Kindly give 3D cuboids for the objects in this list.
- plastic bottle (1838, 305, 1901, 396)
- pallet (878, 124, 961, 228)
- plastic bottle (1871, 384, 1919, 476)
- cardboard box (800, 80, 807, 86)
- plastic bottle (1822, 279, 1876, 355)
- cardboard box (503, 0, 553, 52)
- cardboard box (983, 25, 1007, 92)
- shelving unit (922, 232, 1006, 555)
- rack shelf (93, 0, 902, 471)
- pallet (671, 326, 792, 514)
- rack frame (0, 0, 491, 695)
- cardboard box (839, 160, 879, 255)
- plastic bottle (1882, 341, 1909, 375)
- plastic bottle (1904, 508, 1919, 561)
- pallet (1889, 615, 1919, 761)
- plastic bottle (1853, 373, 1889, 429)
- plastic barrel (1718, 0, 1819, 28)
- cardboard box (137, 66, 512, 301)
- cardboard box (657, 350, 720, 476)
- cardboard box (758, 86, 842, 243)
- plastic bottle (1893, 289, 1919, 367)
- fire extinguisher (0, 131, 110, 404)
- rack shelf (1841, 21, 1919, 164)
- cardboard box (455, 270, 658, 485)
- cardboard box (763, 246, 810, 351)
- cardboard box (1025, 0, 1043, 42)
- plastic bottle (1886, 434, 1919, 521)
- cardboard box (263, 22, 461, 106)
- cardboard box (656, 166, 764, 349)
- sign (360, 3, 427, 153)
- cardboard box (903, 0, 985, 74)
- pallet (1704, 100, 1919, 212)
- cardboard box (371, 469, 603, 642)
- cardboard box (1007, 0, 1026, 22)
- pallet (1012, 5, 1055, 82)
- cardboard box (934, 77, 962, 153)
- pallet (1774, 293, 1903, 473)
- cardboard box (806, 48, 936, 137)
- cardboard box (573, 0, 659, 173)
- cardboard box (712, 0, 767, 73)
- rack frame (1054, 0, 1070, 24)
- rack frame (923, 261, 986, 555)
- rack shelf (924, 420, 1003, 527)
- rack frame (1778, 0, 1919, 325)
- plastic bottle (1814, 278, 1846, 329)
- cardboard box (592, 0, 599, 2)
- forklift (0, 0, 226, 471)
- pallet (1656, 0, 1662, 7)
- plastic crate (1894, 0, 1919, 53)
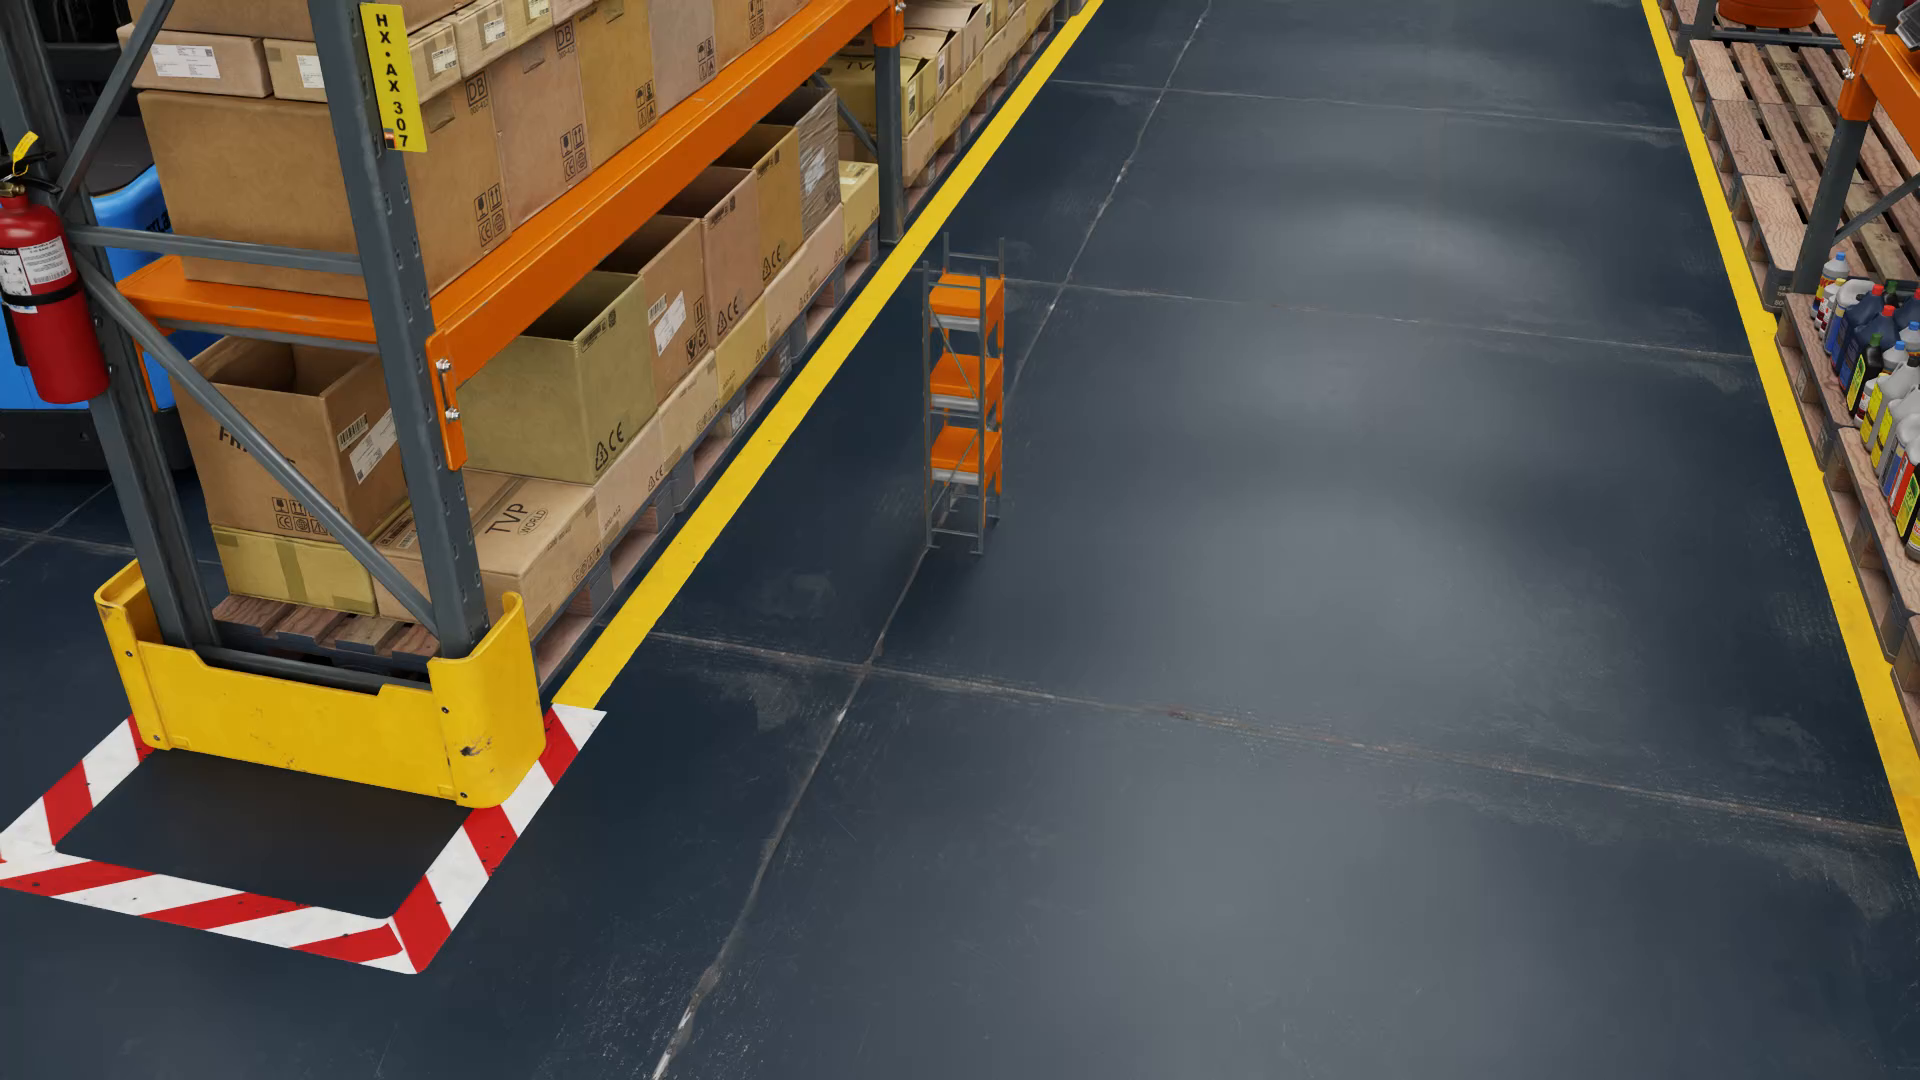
[{"bbox_3d":[3.365,-0.706,6.123,0.144,0.351,0.185,7,33,10],"label":"plastic bottle"},{"bbox_3d":[-0.622,-1.985,8.676,1.003,0.211,1.213,8,33,12],"label":"pallet"},{"bbox_3d":[3.210,-0.389,5.624,0.144,0.351,0.185,9,34,14],"label":"plastic bottle"},{"bbox_3d":[-0.946,-2.277,8.185,0.500,0.311,0.500,8,33,12],"label":"cardboard box"},{"bbox_3d":[3.459,-0.857,6.431,0.152,0.276,0.135,9,34,14],"label":"plastic bottle"},{"bbox_3d":[-1.349,-1.456,4.546,0.380,0.149,0.250,8,33,13],"label":"cardboard box"},{"bbox_3d":[-0.039,-2.765,9.475,0.500,0.250,0.500,9,33,13],"label":"cardboard box"},{"bbox_3d":[0.014,-0.471,5.512,0.215,1.050,0.252,8,33,12],"label":"shelving unit"},{"bbox_3d":[-1.279,-1.433,5.879,1.077,0.370,4.000,8,33,12],"label":"rack shelf"},{"bbox_3d":[-1.321,-0.556,6.427,1.003,0.211,1.213,8,33,12],"label":"pallet"},{"bbox_3d":[-1.786,-0.699,4.053,1.000,3.000,0.127,8,33,12],"label":"rack frame"},{"bbox_3d":[-0.677,-1.521,7.518,0.500,0.250,0.500,8,33,12],"label":"cardboard box"},{"bbox_3d":[3.364,-0.591,6.016,0.097,0.271,0.097,0,32,0],"label":"plastic bottle"},{"bbox_3d":[3.046,-0.040,5.215,0.097,0.201,0.097,0,32,0],"label":"plastic bottle"},{"bbox_3d":[3.189,0.688,4.472,1.003,0.211,1.213,8,33,12],"label":"pallet"},{"bbox_3d":[3.270,-0.499,5.937,0.097,0.201,0.097,0,32,0],"label":"plastic bottle"},{"bbox_3d":[5.142,-3.692,10.392,0.600,0.830,0.708,8,33,12],"label":"plastic barrel"},{"bbox_3d":[-1.655,-0.982,4.405,0.700,0.500,0.500,8,33,12],"label":"cardboard box"},{"bbox_3d":[-1.184,-0.483,5.885,0.500,0.250,0.500,8,33,12],"label":"cardboard box"},{"bbox_3d":[-0.816,-1.580,6.911,0.500,0.500,0.500,8,33,12],"label":"cardboard box"},{"bbox_3d":[3.552,-0.784,6.246,0.144,0.351,0.185,8,33,12],"label":"plastic bottle"},{"bbox_3d":[-2.266,-0.668,4.077,0.296,0.674,0.183,8,33,12],"label":"fire extinguisher"},{"bbox_3d":[3.512,-0.757,4.815,1.077,0.370,4.000,8,33,12],"label":"rack shelf"},{"bbox_3d":[-1.310,-0.540,5.276,0.500,0.500,0.500,8,33,12],"label":"cardboard box"},{"bbox_3d":[-0.927,-1.001,6.701,0.500,0.250,0.500,8,33,12],"label":"cardboard box"},{"bbox_3d":[0.219,-3.293,10.305,0.500,0.250,0.500,8,33,12],"label":"cardboard box"},{"bbox_3d":[3.136,-0.199,5.395,0.152,0.276,0.135,8,33,13],"label":"plastic bottle"},{"bbox_3d":[-1.478,-1.189,4.127,0.380,0.149,0.250,8,33,12],"label":"cardboard box"},{"bbox_3d":[-1.052,-1.058,6.091,0.500,0.500,0.500,8,33,12],"label":"cardboard box"},{"bbox_3d":[-1.251,-1.019,3.676,0.100,0.325,0.005,8,33,12],"label":"sign"},{"bbox_3d":[-0.163,-2.736,8.907,0.500,0.311,0.500,7,33,11],"label":"cardboard box"},{"bbox_3d":[4.488,-1.969,8.651,1.003,0.211,1.213,8,33,12],"label":"pallet"},{"bbox_3d":[-1.435,0.036,5.068,0.500,0.250,0.500,8,33,12],"label":"cardboard box"},{"bbox_3d":[0.093,-3.266,9.741,0.500,0.311,0.500,8,33,12],"label":"cardboard box"},{"bbox_3d":[-0.003,-3.252,10.668,1.003,0.211,1.213,8,33,12],"label":"pallet"},{"bbox_3d":[-0.298,-2.232,8.637,0.500,0.250,0.500,9,33,14],"label":"cardboard box"},{"bbox_3d":[3.808,-0.579,6.463,1.003,0.211,1.213,8,33,12],"label":"pallet"},{"bbox_3d":[-0.425,-2.209,8.077,0.500,0.311,0.500,8,33,13],"label":"cardboard box"},{"bbox_3d":[-1.395,-1.512,5.239,0.700,0.500,0.500,8,33,13],"label":"cardboard box"},{"bbox_3d":[-1.136,-2.051,6.087,0.700,0.500,0.500,9,33,13],"label":"cardboard box"},{"bbox_3d":[0.244,-4.850,10.584,1.000,3.000,0.127,8,33,12],"label":"rack frame"},{"bbox_3d":[-0.017,-0.408,5.412,0.200,1.050,0.008,8,33,12],"label":"rack frame"},{"bbox_3d":[0.014,-0.227,5.667,0.215,0.259,0.240,8,33,12],"label":"rack shelf"},{"bbox_3d":[4.019,-2.098,6.255,1.000,3.000,0.127,8,33,12],"label":"rack frame"},{"bbox_3d":[3.488,-0.945,6.638,0.097,0.201,0.097,0,32,0],"label":"plastic bottle"},{"bbox_3d":[-1.218,-1.725,4.970,0.380,0.149,0.250,7,33,11],"label":"cardboard box"},{"bbox_3d":[-3.256,-2.242,6.545,1.130,2.935,3.031,0,32,1],"label":"forklift"},{"bbox_3d":[5.506,-4.043,11.913,1.003,0.211,1.213,8,33,12],"label":"pallet"},{"bbox_3d":[3.763,-1.818,5.871,0.767,0.338,0.504,8,33,12],"label":"plastic crate"}]
